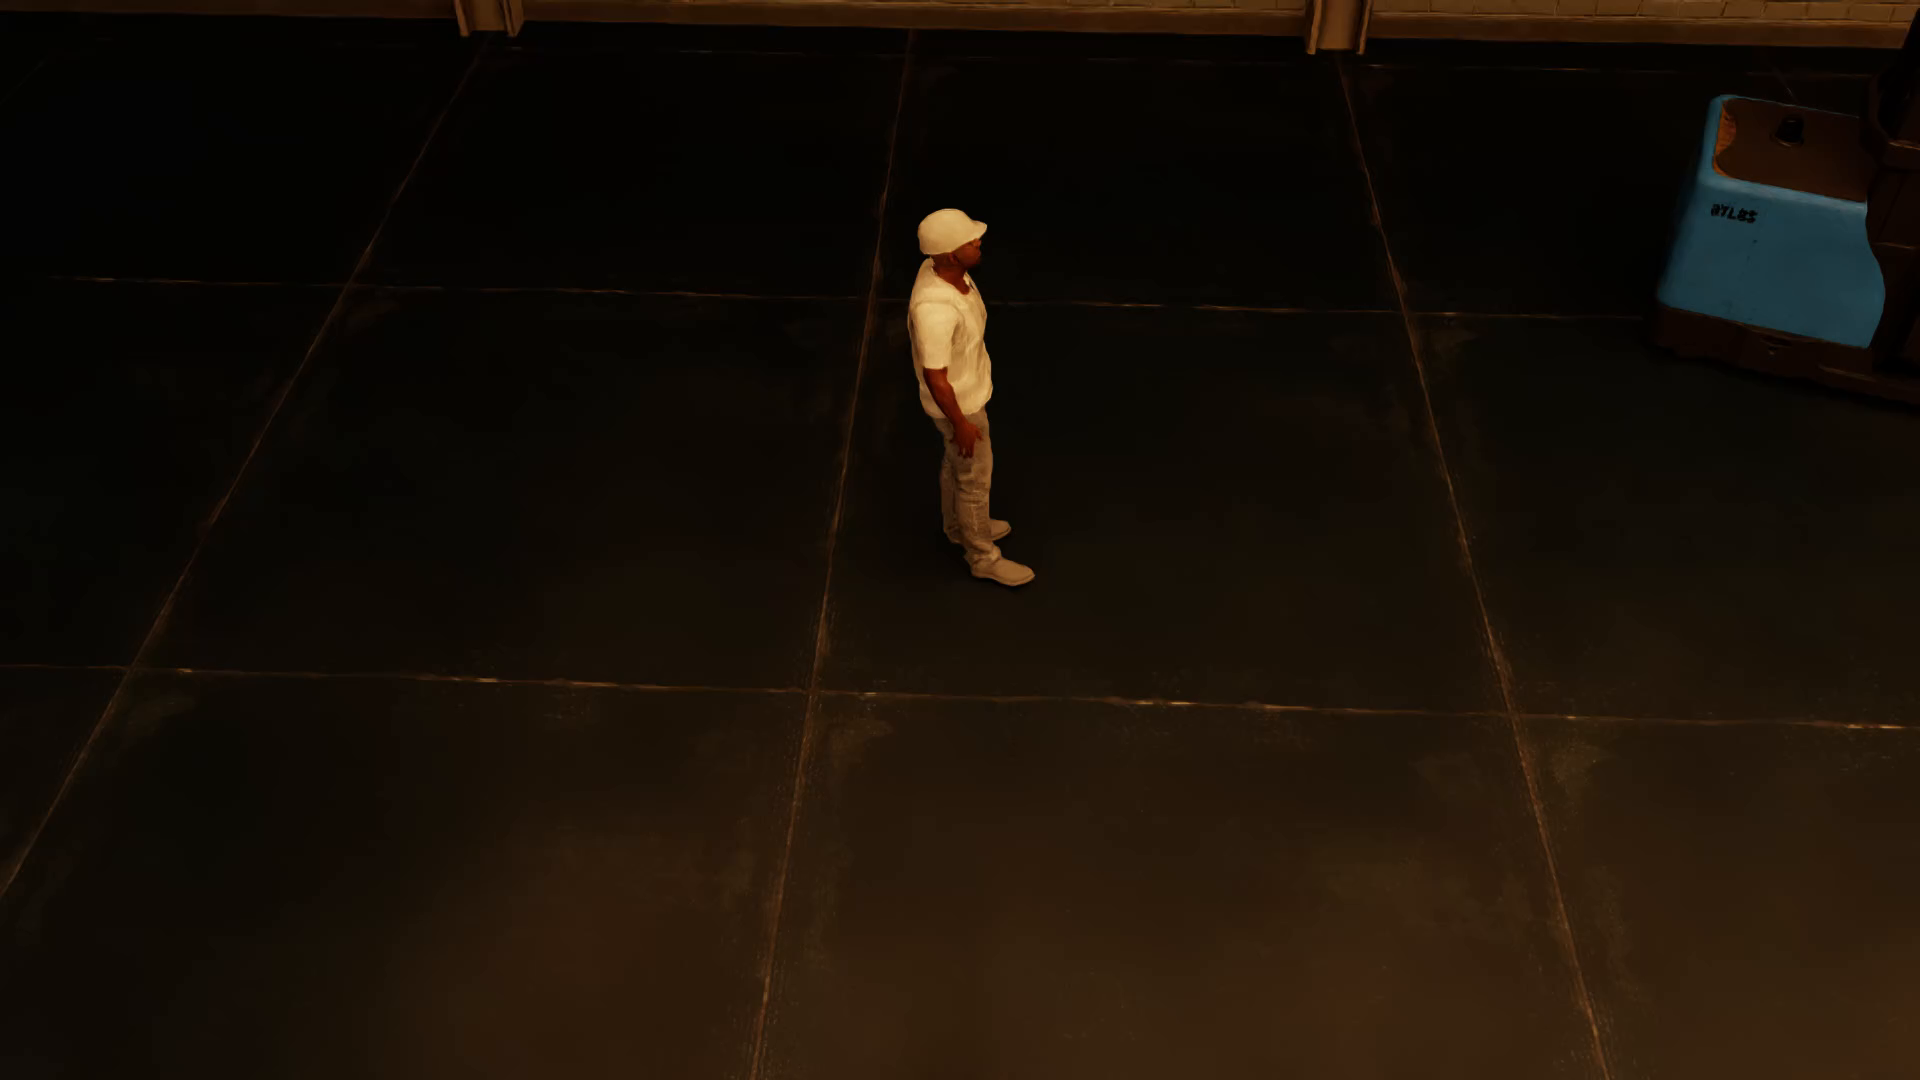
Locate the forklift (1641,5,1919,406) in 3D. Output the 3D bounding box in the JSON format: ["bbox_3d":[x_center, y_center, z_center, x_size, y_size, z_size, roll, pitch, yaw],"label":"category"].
[{"bbox_3d":[5.269,-2.033,7.969,3.031,2.935,1.130,16,45,16],"label":"forklift"}]

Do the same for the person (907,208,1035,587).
[{"bbox_3d":[0.069,-0.651,7.309,0.576,1.766,0.664,2,42,2],"label":"person"}]
